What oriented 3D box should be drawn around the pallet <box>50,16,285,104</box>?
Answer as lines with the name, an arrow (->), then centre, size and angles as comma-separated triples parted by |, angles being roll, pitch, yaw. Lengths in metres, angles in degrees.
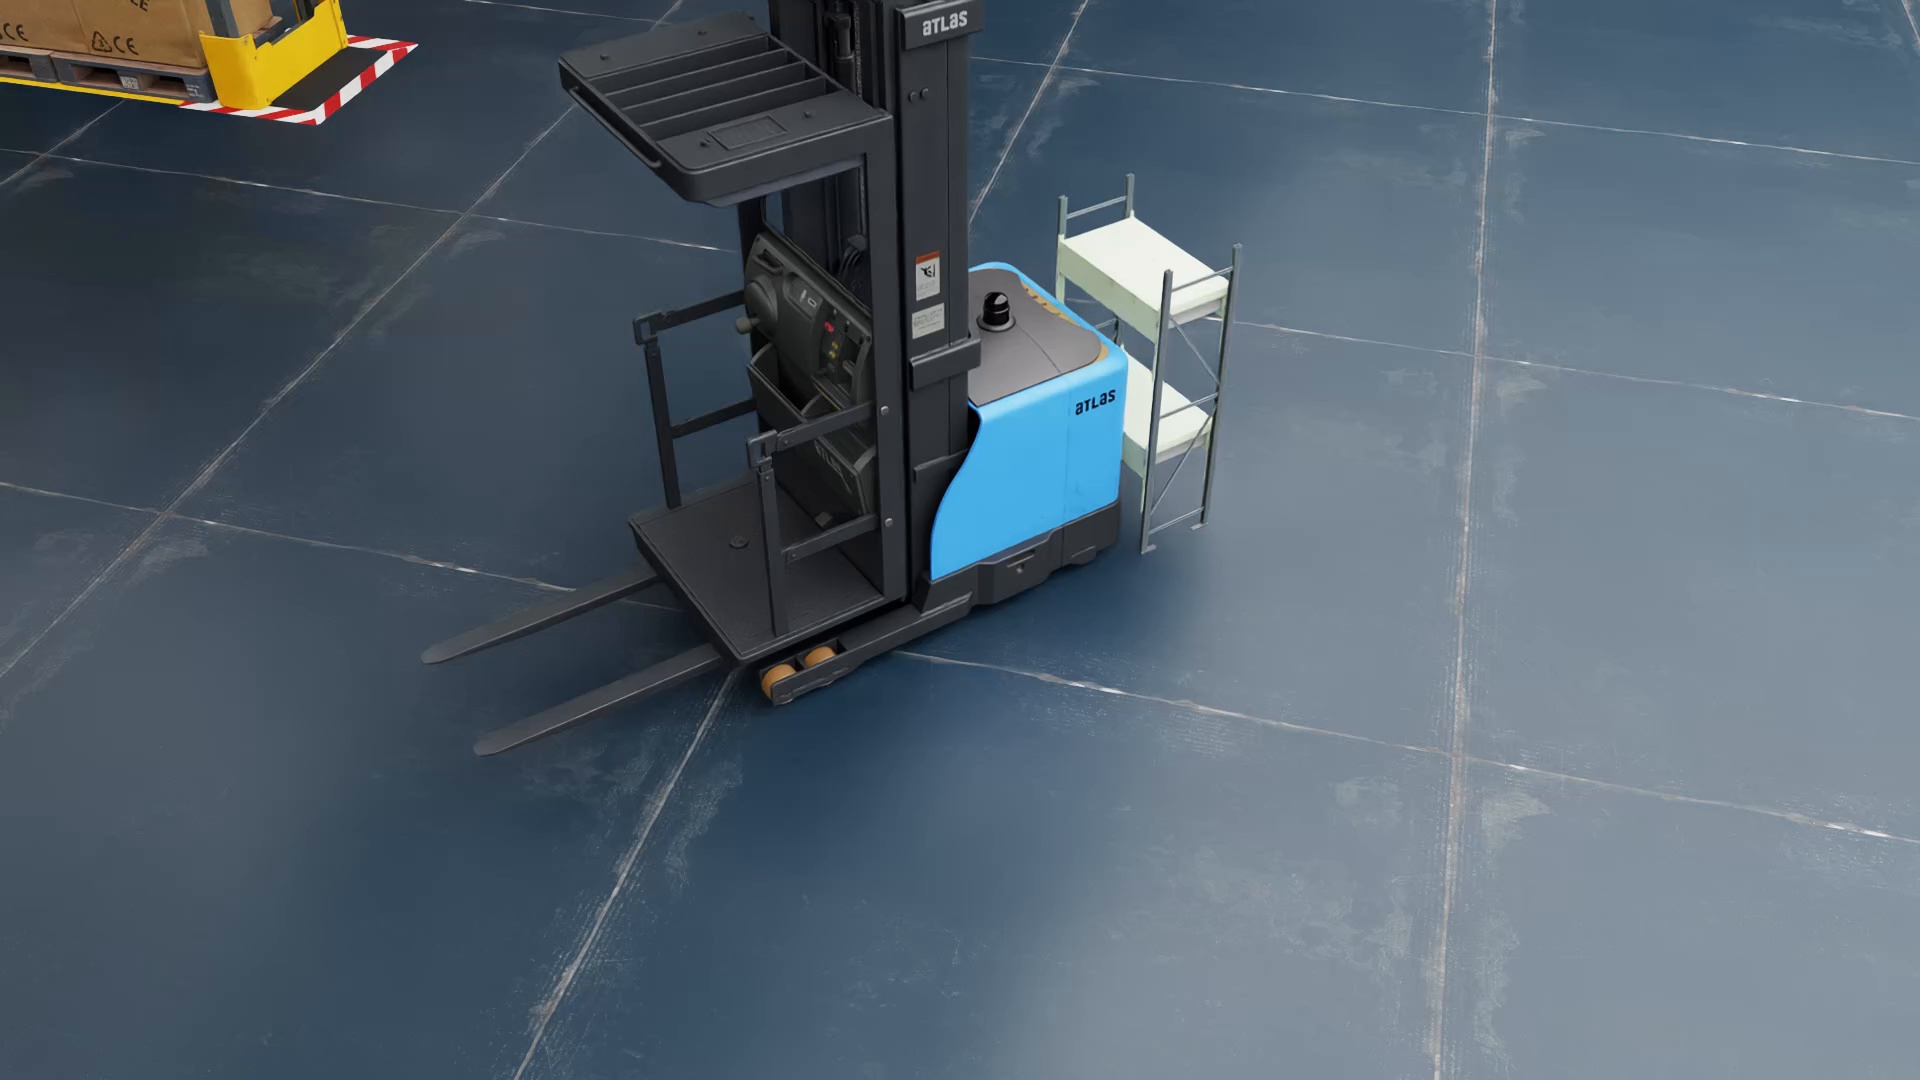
pallet -> -5.548, -3.451, 11.720 | 1.213, 0.211, 1.003 | 10, 41, 11

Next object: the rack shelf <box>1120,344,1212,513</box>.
rack shelf -> 0.800, -0.530, 7.747 | 0.431, 0.370, 0.720 | -23, 45, -25

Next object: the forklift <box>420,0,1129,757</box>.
forklift -> -0.780, -0.826, 6.478 | 3.031, 2.935, 1.130 | -23, 45, -25

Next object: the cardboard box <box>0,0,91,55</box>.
cardboard box -> -6.278, -3.999, 11.529 | 0.875, 0.875, 0.875 | 9, 41, 11

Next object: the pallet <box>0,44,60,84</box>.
pallet -> -6.723, -3.656, 11.963 | 1.213, 0.211, 1.003 | 10, 41, 11

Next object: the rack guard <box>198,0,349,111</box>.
rack guard -> -4.732, -3.474, 11.522 | 0.348, 0.500, 1.175 | 10, 41, 11

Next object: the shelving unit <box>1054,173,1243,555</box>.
shelving unit -> 0.800, -0.780, 7.537 | 0.431, 1.500, 0.755 | -23, 45, -25

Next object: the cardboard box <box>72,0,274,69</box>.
cardboard box -> -5.427, -3.854, 11.357 | 0.875, 0.875, 0.875 | 10, 41, 12

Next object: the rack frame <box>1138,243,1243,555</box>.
rack frame -> 1.000, -0.583, 7.302 | 0.400, 1.500, 0.023 | -23, 45, -25

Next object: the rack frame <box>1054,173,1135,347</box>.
rack frame -> 0.600, -0.977, 7.772 | 0.400, 1.500, 0.023 | -23, 45, -25

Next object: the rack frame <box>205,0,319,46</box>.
rack frame -> -4.755, -4.435, 10.723 | 0.127, 3.000, 1.000 | 10, 41, 11

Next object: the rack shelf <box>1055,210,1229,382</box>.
rack shelf -> 0.800, -1.079, 7.286 | 0.431, 0.370, 0.720 | -23, 45, -25
